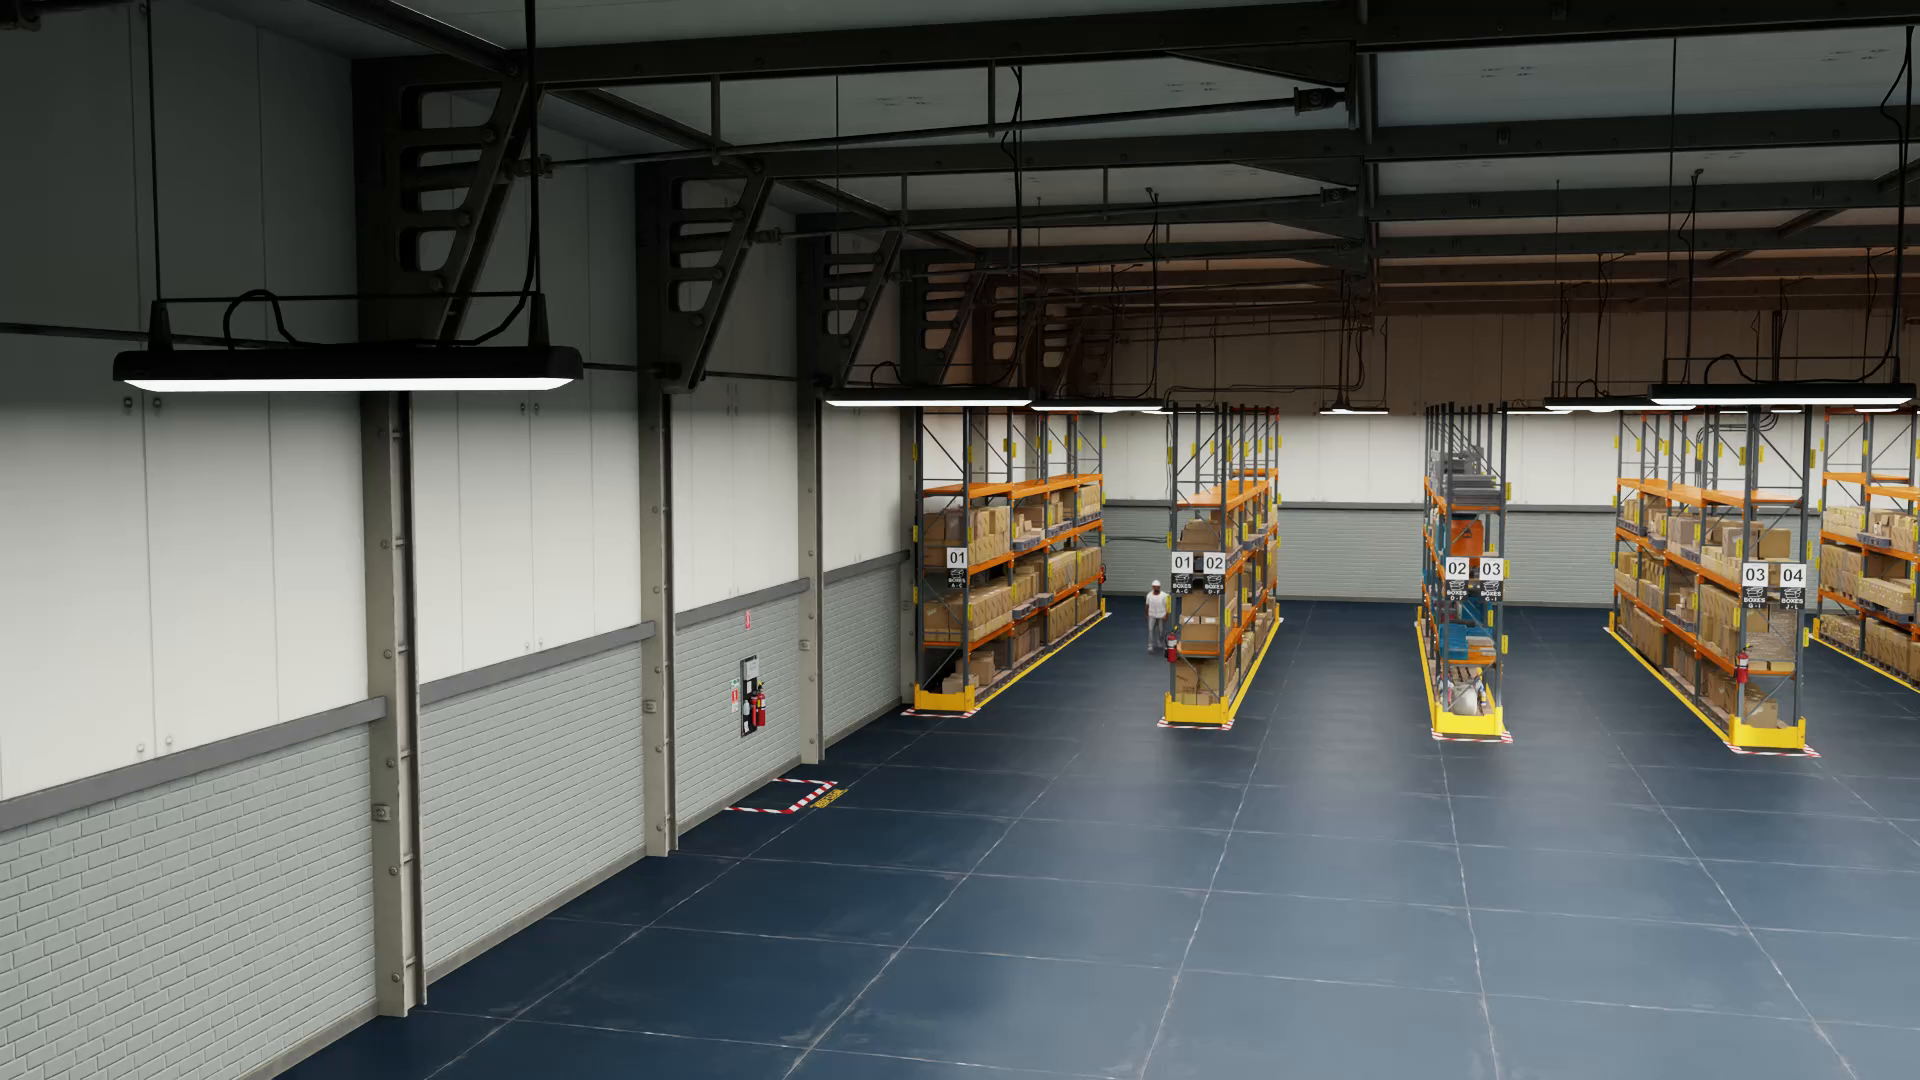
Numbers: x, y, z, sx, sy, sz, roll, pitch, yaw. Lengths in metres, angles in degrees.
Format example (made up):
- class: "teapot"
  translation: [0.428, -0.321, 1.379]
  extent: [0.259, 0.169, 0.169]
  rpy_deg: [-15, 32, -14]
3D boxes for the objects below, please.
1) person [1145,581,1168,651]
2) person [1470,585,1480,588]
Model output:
- class: "person"
  translation: [4.806, 1.850, 40.686]
  extent: [0.619, 1.707, 1.085]
  rpy_deg: [1, 4, 15]
- class: "person"
  translation: [15.051, 1.311, 48.416]
  extent: [0.532, 1.679, 1.099]
  rpy_deg: [-3, 5, -37]
